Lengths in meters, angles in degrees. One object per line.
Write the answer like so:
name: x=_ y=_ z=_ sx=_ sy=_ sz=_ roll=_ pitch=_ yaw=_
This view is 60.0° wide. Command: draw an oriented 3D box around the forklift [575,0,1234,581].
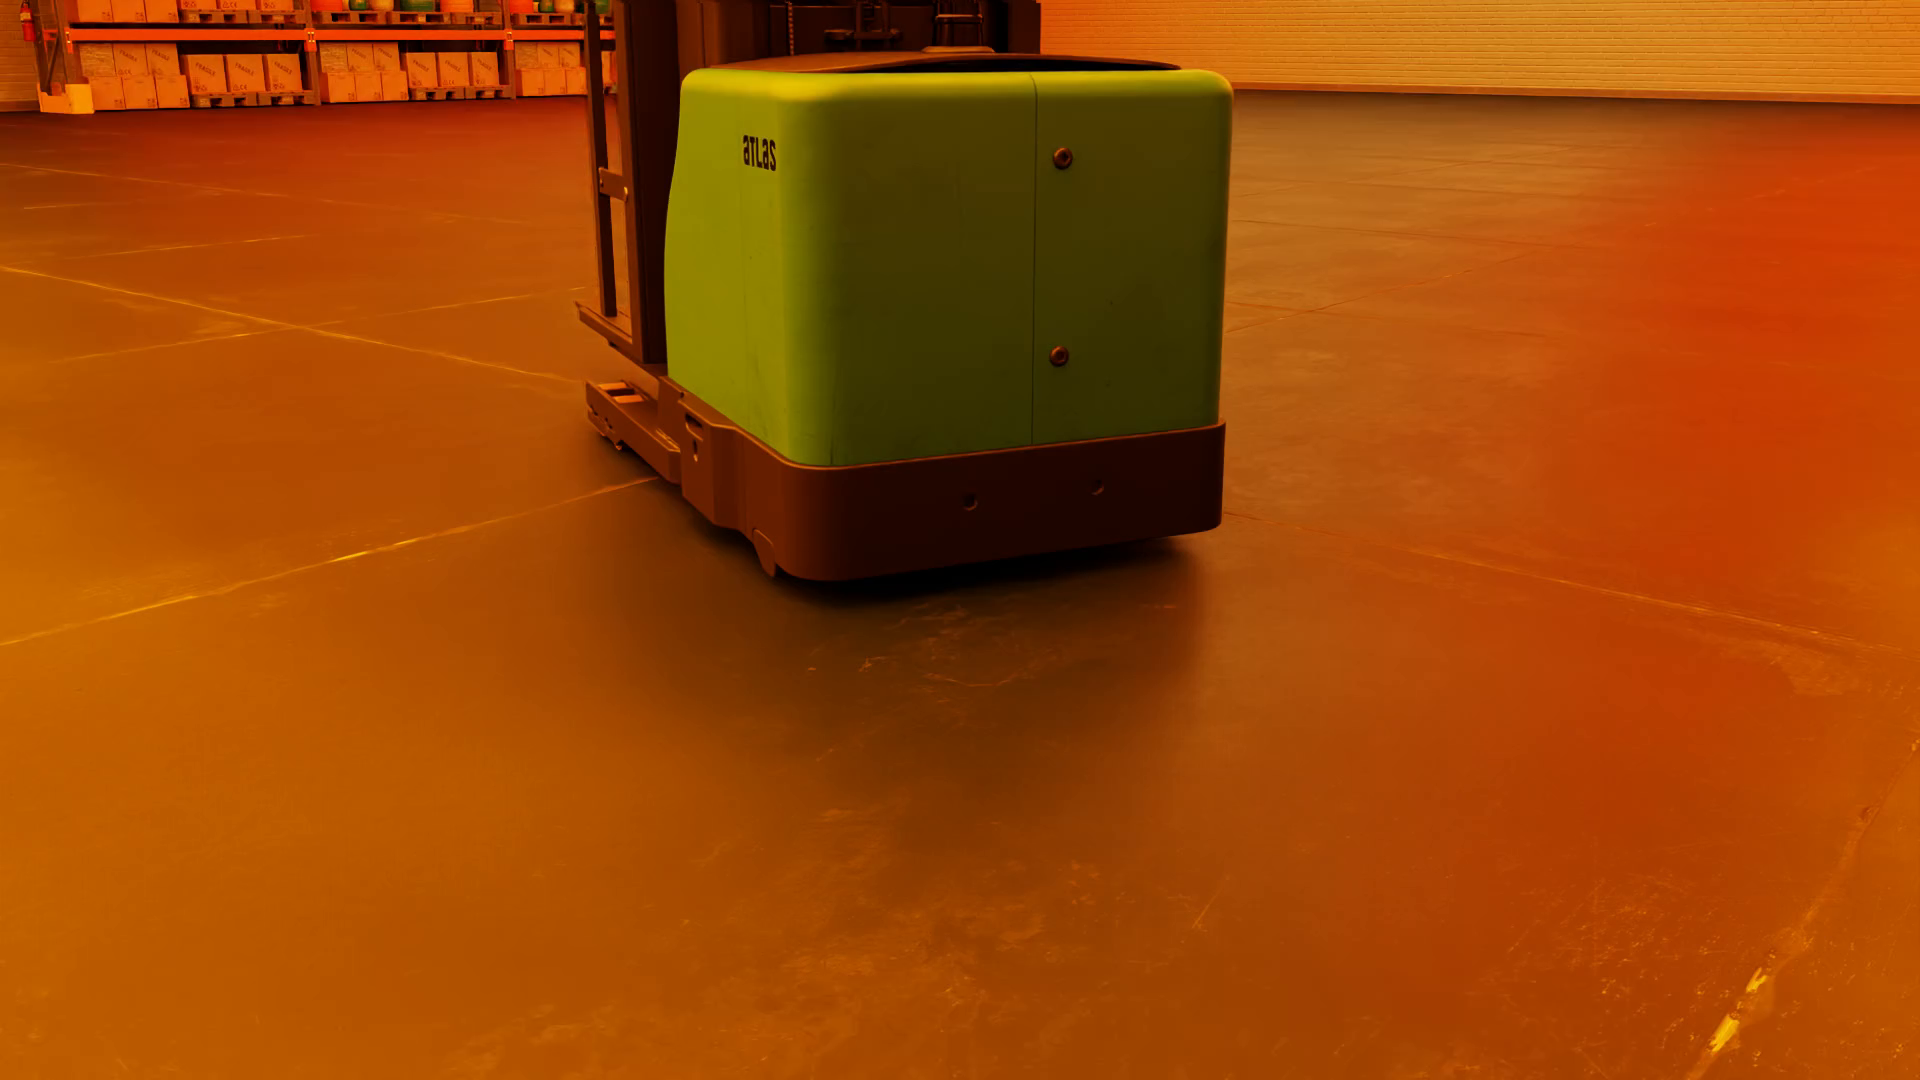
forklift: x=-0.465 y=-1.702 z=4.501 sx=1.130 sy=2.935 sz=3.031 roll=-7 pitch=18 yaw=-23
